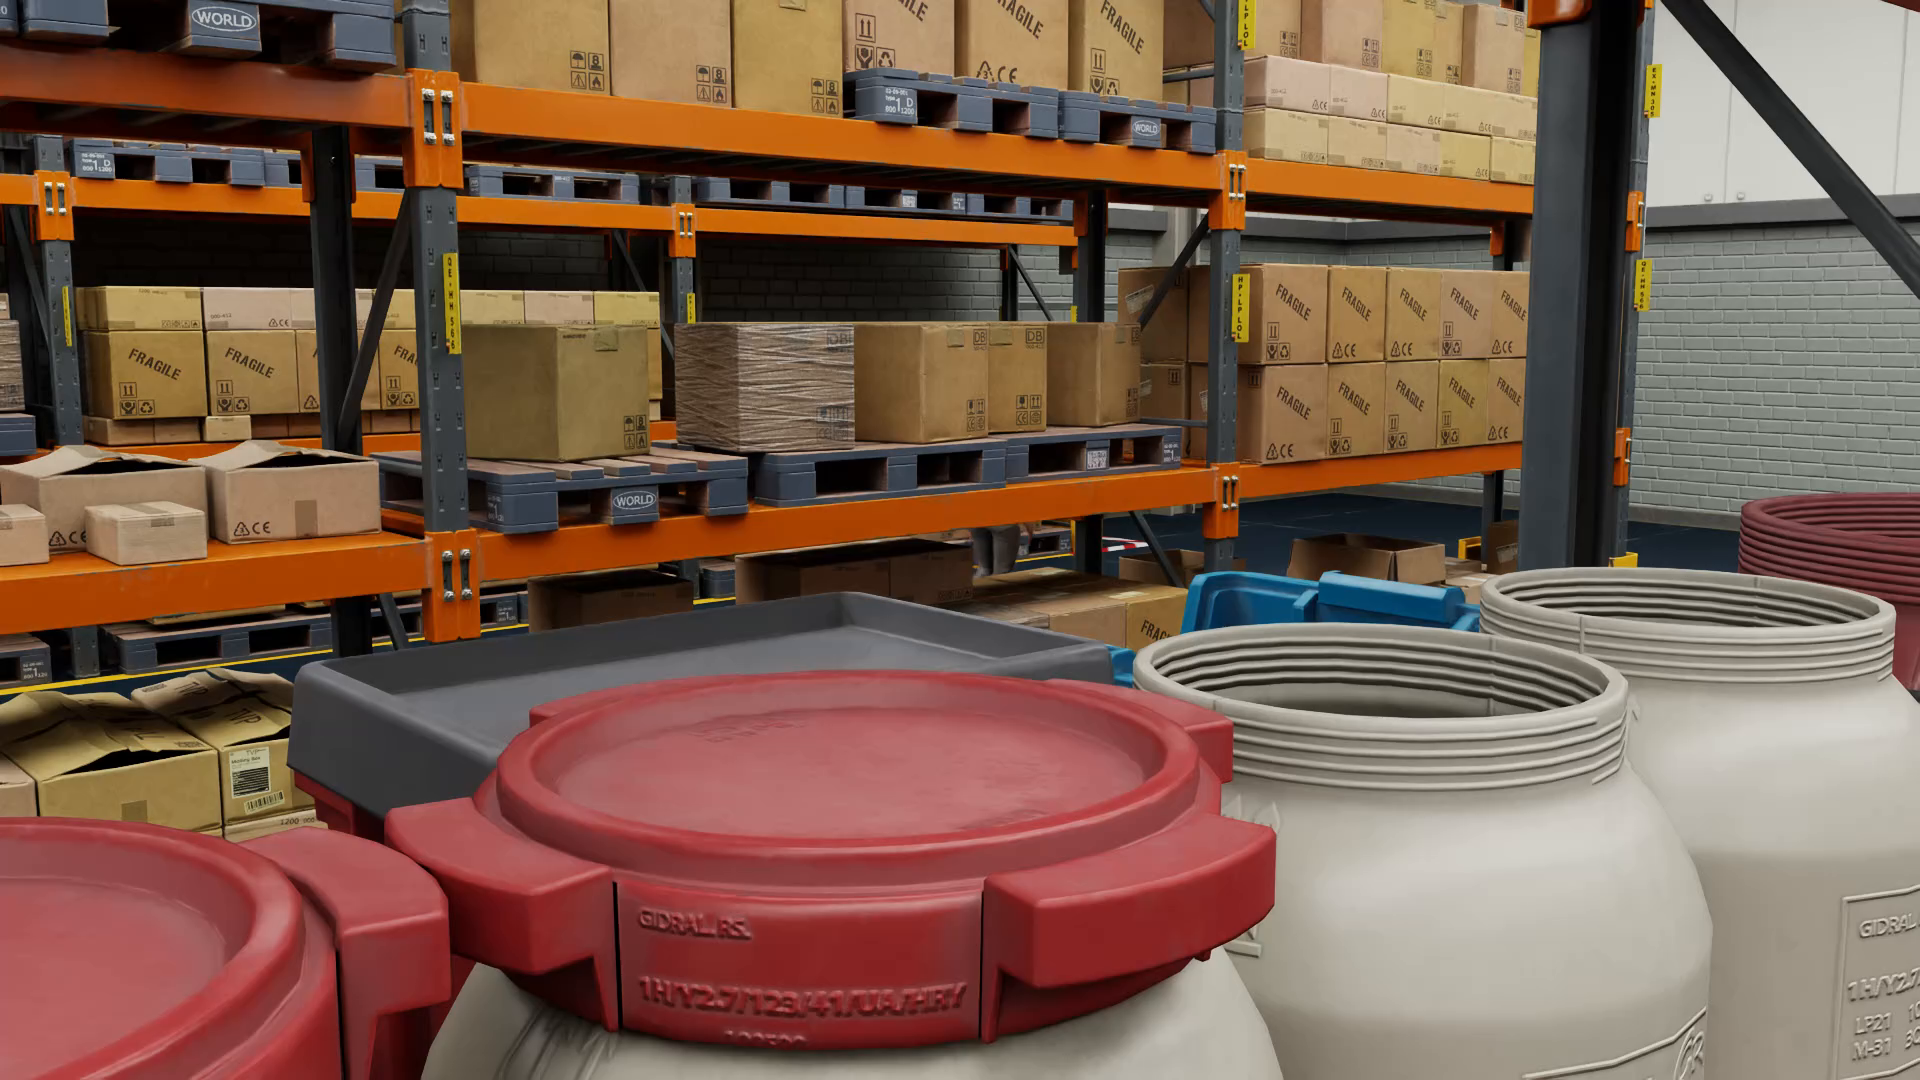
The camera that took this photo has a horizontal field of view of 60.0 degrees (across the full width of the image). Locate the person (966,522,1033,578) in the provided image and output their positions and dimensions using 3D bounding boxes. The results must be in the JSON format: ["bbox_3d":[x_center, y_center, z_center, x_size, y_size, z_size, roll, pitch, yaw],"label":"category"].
[{"bbox_3d":[0.210,-0.100,10.063,0.474,1.626,0.322,6,10,37],"label":"person"}]
